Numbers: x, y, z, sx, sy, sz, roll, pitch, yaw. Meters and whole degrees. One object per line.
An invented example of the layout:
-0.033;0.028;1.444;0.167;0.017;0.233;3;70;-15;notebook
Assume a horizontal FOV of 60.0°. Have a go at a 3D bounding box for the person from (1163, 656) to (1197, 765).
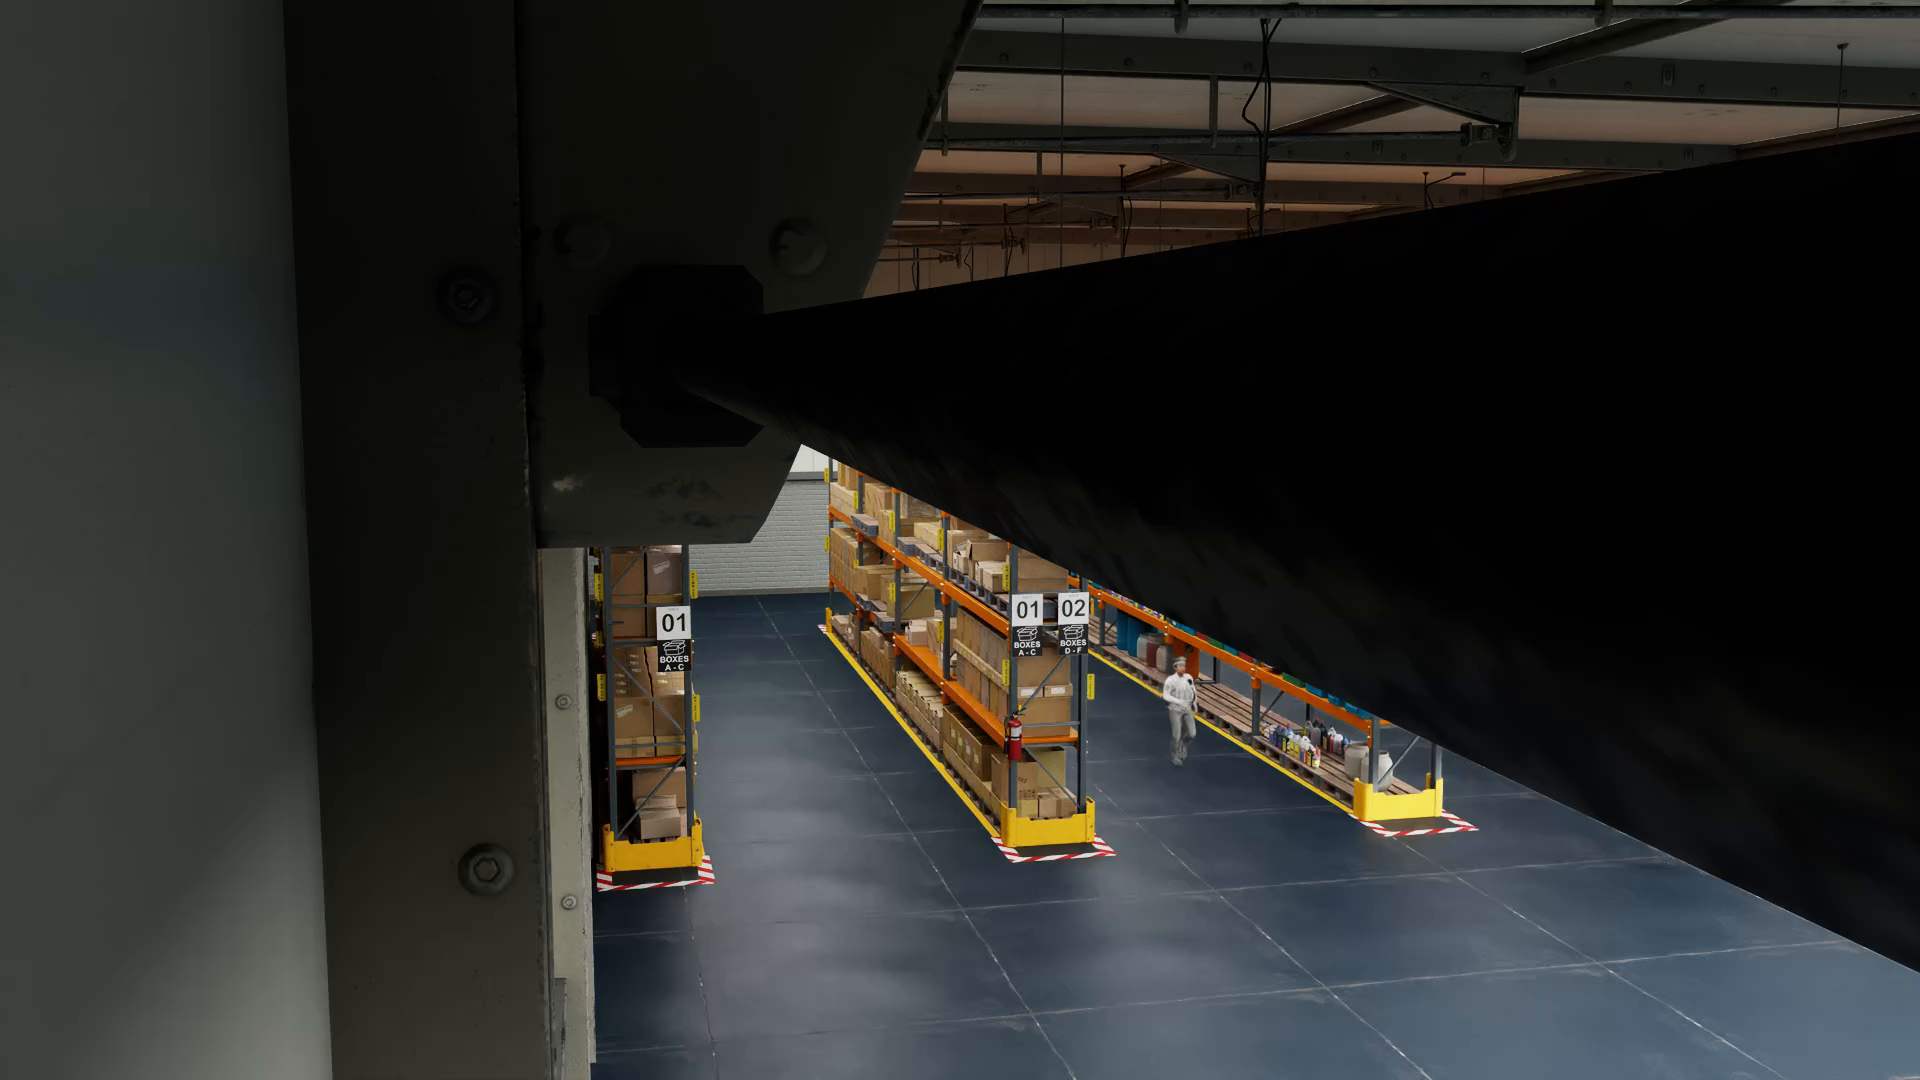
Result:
3.327;2.557;24.856;0.597;1.660;0.569;-2;7;-16;person
